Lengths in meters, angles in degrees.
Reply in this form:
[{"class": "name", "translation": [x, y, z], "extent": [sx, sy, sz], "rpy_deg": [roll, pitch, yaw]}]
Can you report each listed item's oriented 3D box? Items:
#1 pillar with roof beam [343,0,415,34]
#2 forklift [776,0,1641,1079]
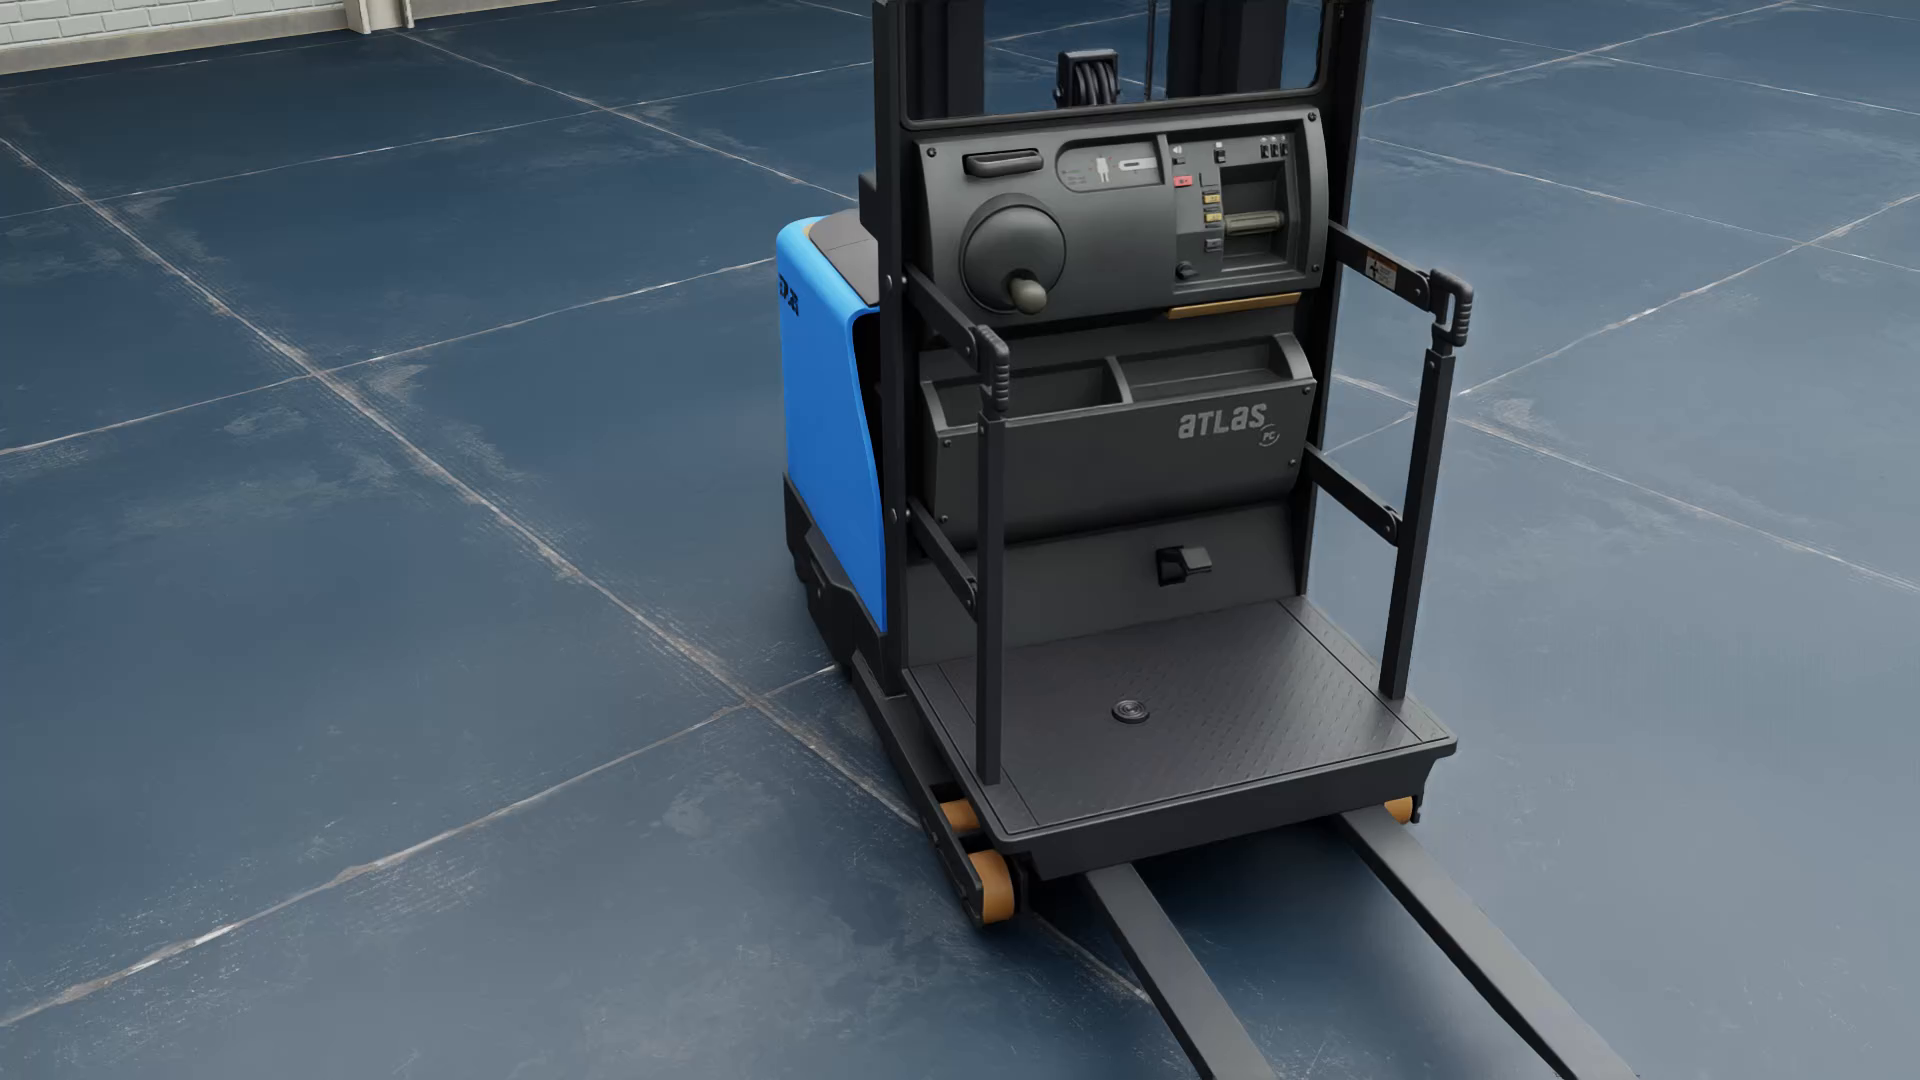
[{"class": "pillar with roof beam", "translation": [-1.526, -6.251, 7.399], "extent": [0.400, 9.000, 9.100], "rpy_deg": [-22, 35, -35]}, {"class": "forklift", "translation": [0.438, -0.663, 3.381], "extent": [1.130, 2.935, 3.031], "rpy_deg": [-9, 30, -17]}]
